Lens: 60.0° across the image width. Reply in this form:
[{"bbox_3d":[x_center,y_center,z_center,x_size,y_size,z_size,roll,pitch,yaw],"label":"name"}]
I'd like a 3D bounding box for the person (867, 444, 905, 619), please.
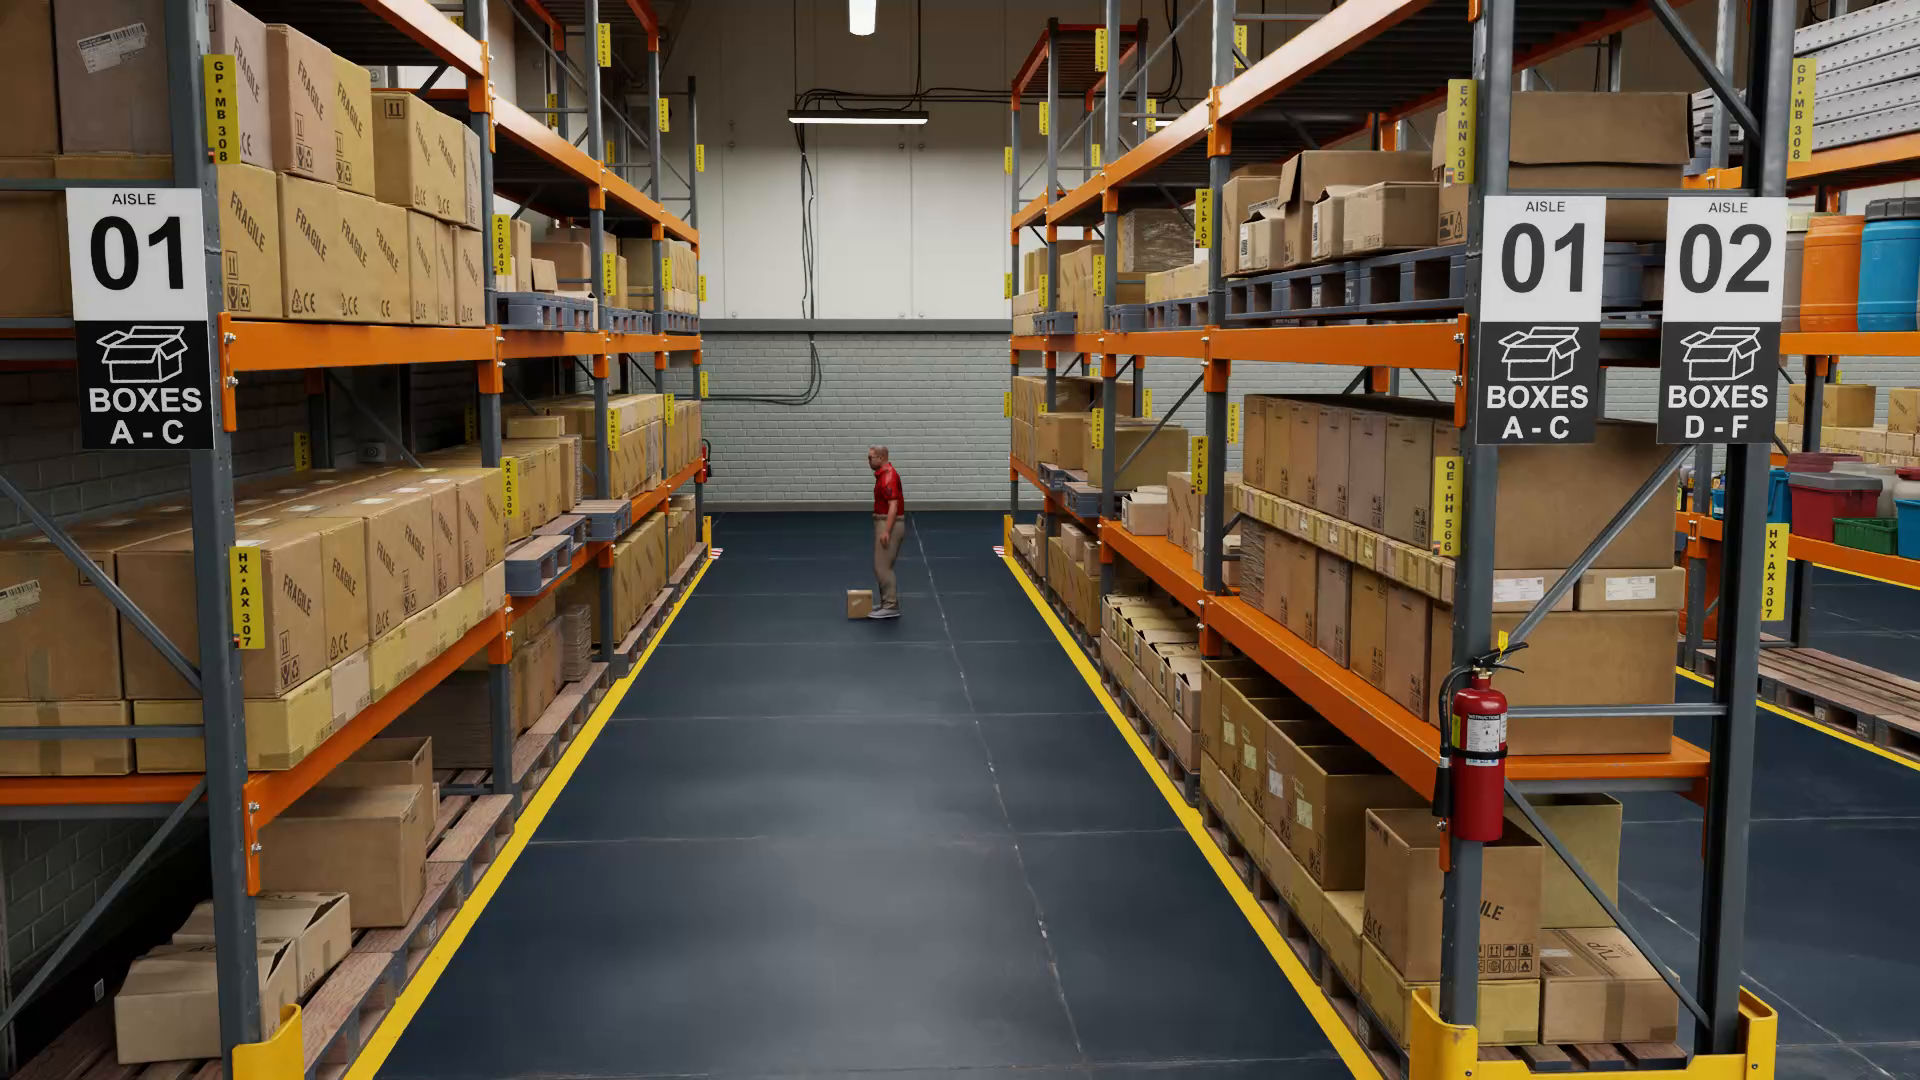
[{"bbox_3d":[-0.750,-0.095,16.598,0.390,1.725,0.594,-1,7,-7],"label":"person"}]
